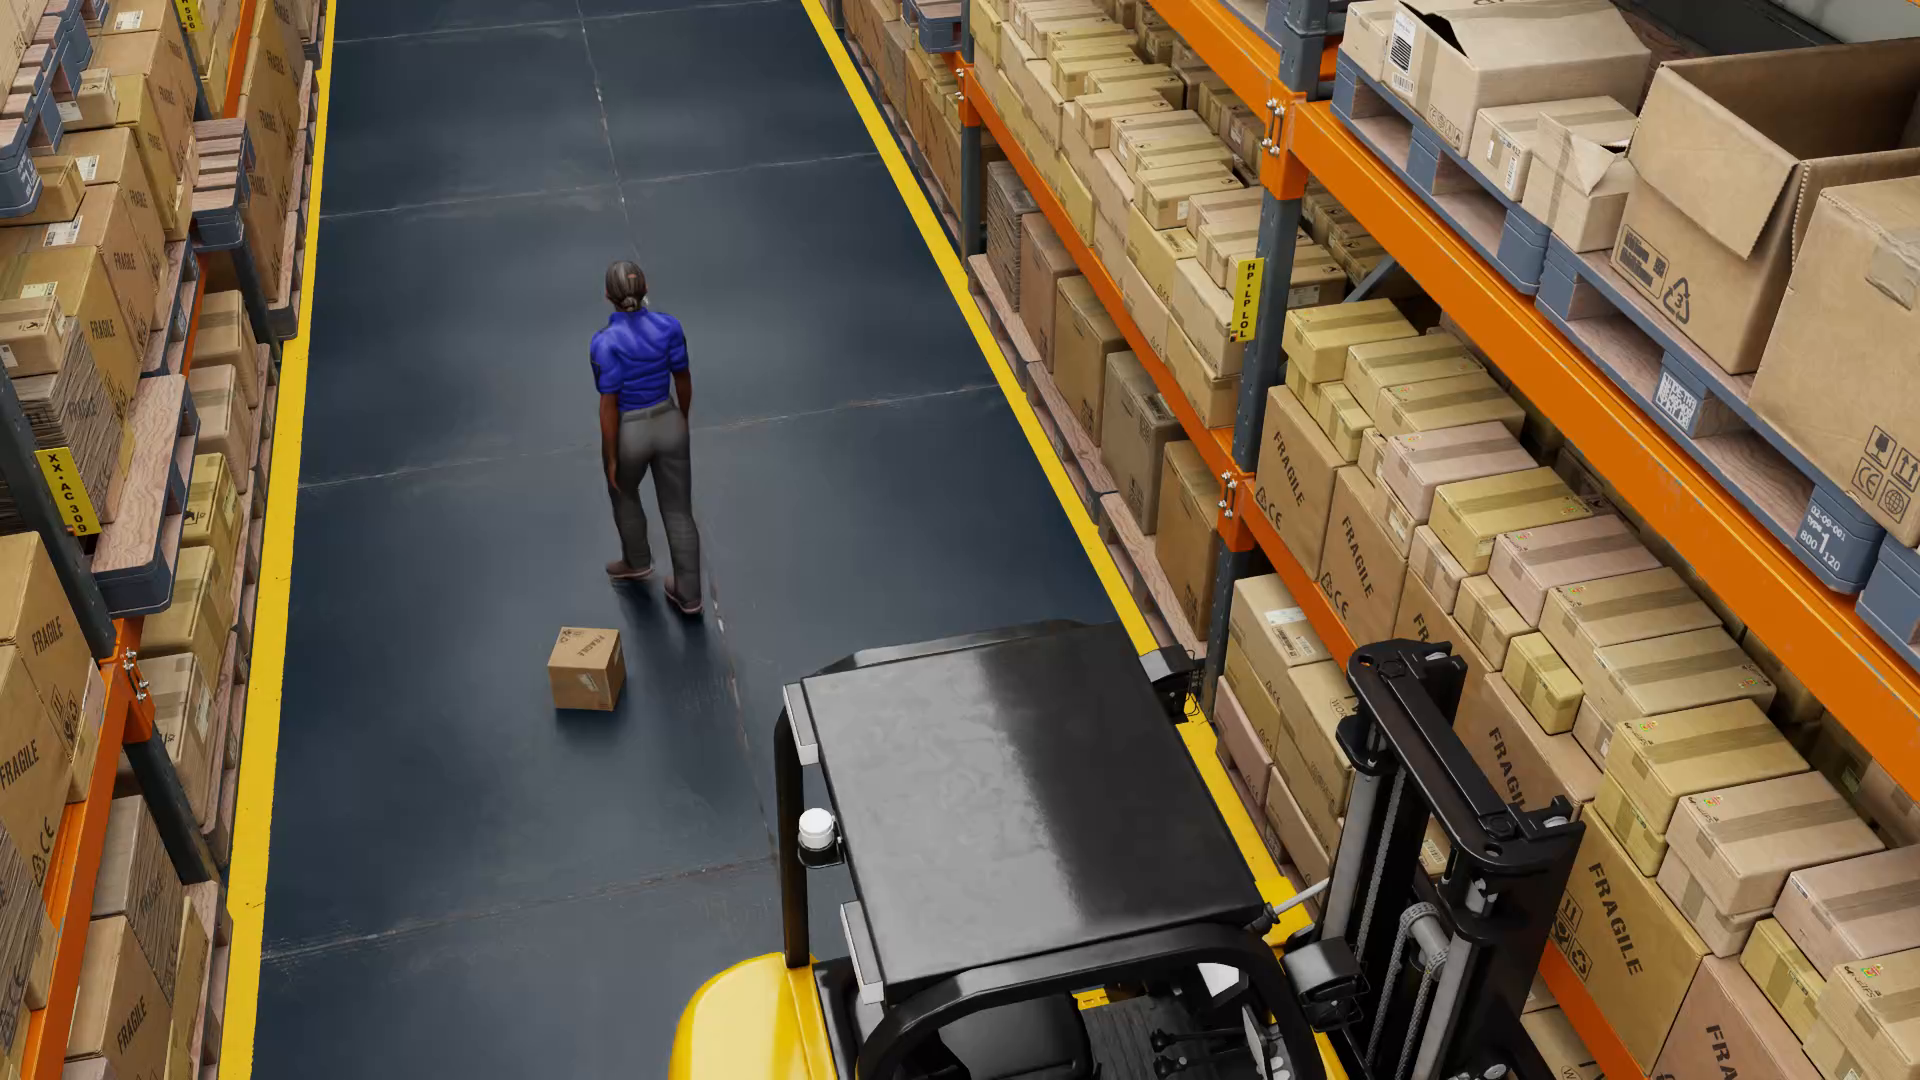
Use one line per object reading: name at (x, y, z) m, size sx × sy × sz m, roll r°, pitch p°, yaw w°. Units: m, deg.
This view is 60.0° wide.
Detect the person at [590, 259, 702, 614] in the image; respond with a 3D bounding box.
person at (-1.352, -0.422, 7.278) m, size 0.476 × 1.694 × 0.611 m, roll -19°, pitch 42°, yaw -22°
